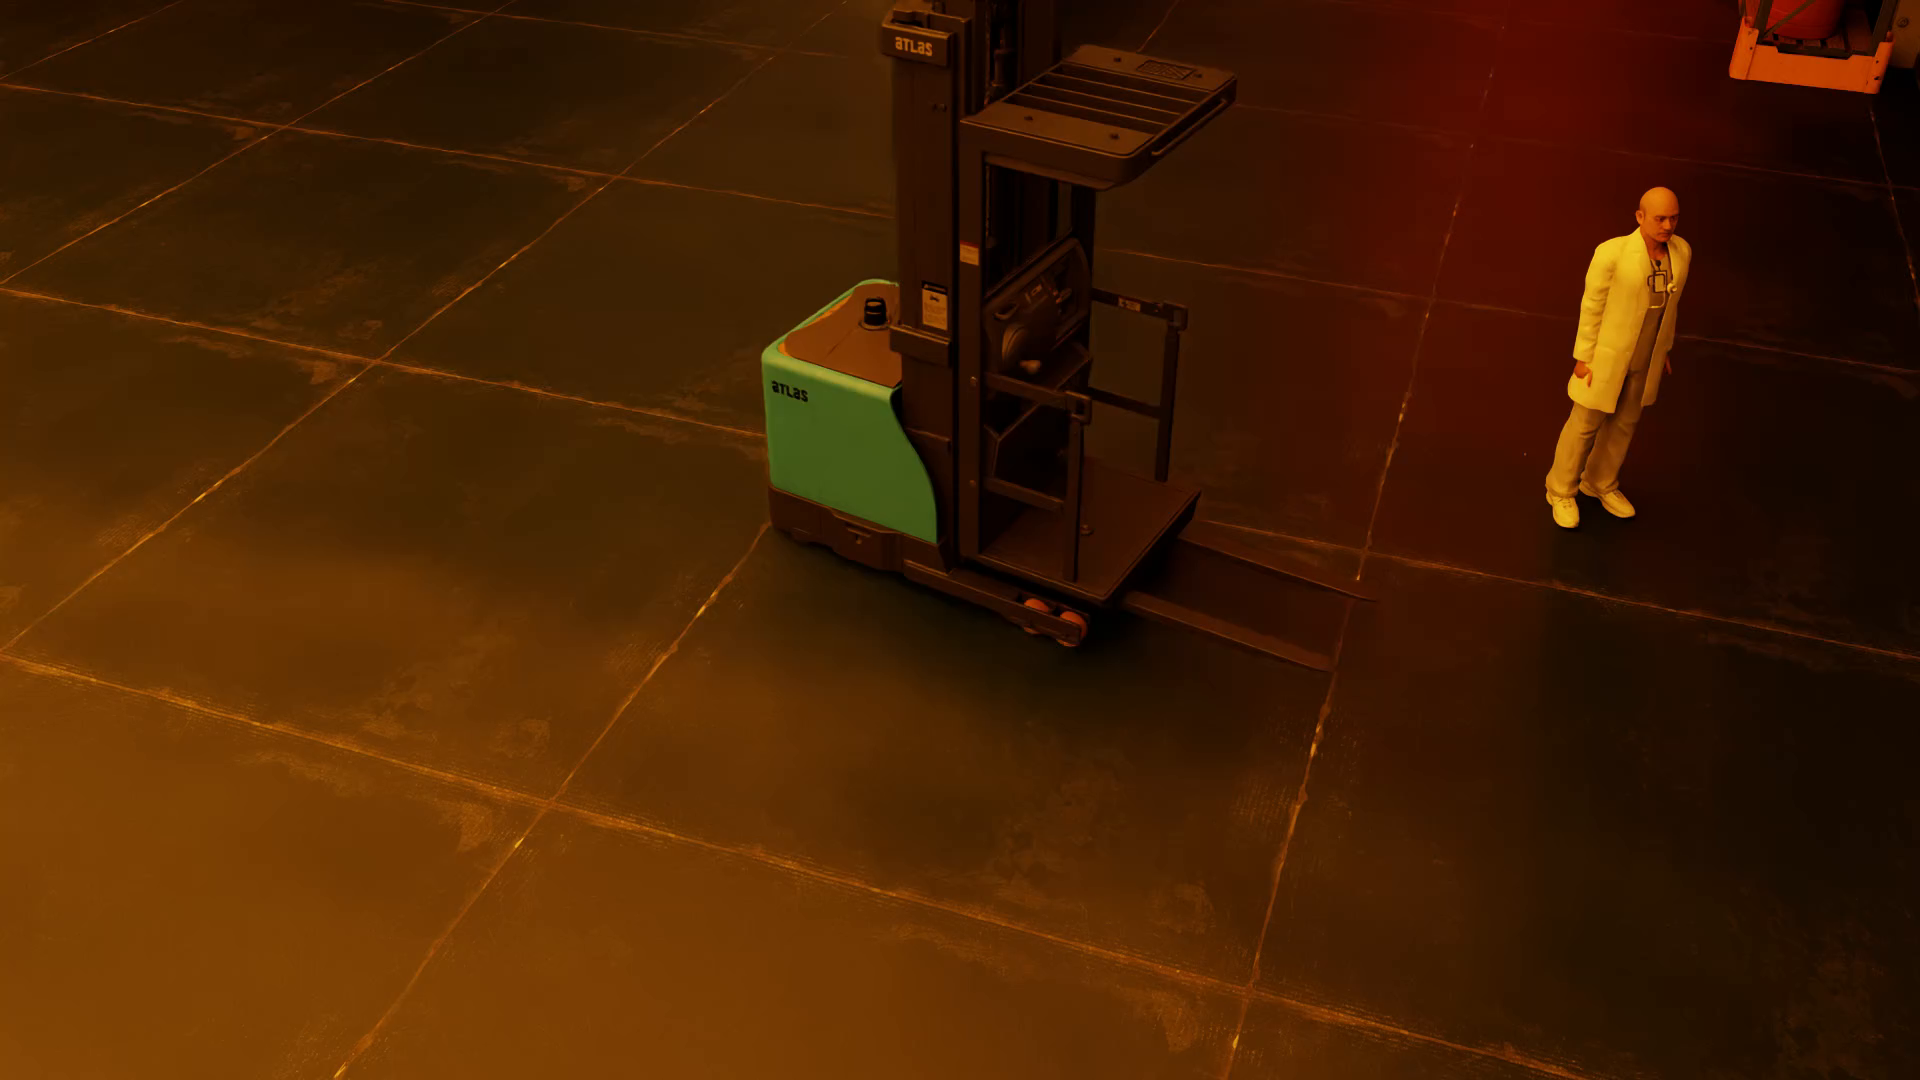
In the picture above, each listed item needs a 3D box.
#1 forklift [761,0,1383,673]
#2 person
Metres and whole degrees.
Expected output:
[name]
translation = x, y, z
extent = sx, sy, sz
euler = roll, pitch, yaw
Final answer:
[forklift]
translation = 0.538, -1.039, 7.576
extent = 3.031, 2.935, 1.130
euler = 19, 40, 25
[person]
translation = 3.368, -0.908, 8.385
extent = 0.551, 1.782, 0.393
euler = -9, 36, -12
